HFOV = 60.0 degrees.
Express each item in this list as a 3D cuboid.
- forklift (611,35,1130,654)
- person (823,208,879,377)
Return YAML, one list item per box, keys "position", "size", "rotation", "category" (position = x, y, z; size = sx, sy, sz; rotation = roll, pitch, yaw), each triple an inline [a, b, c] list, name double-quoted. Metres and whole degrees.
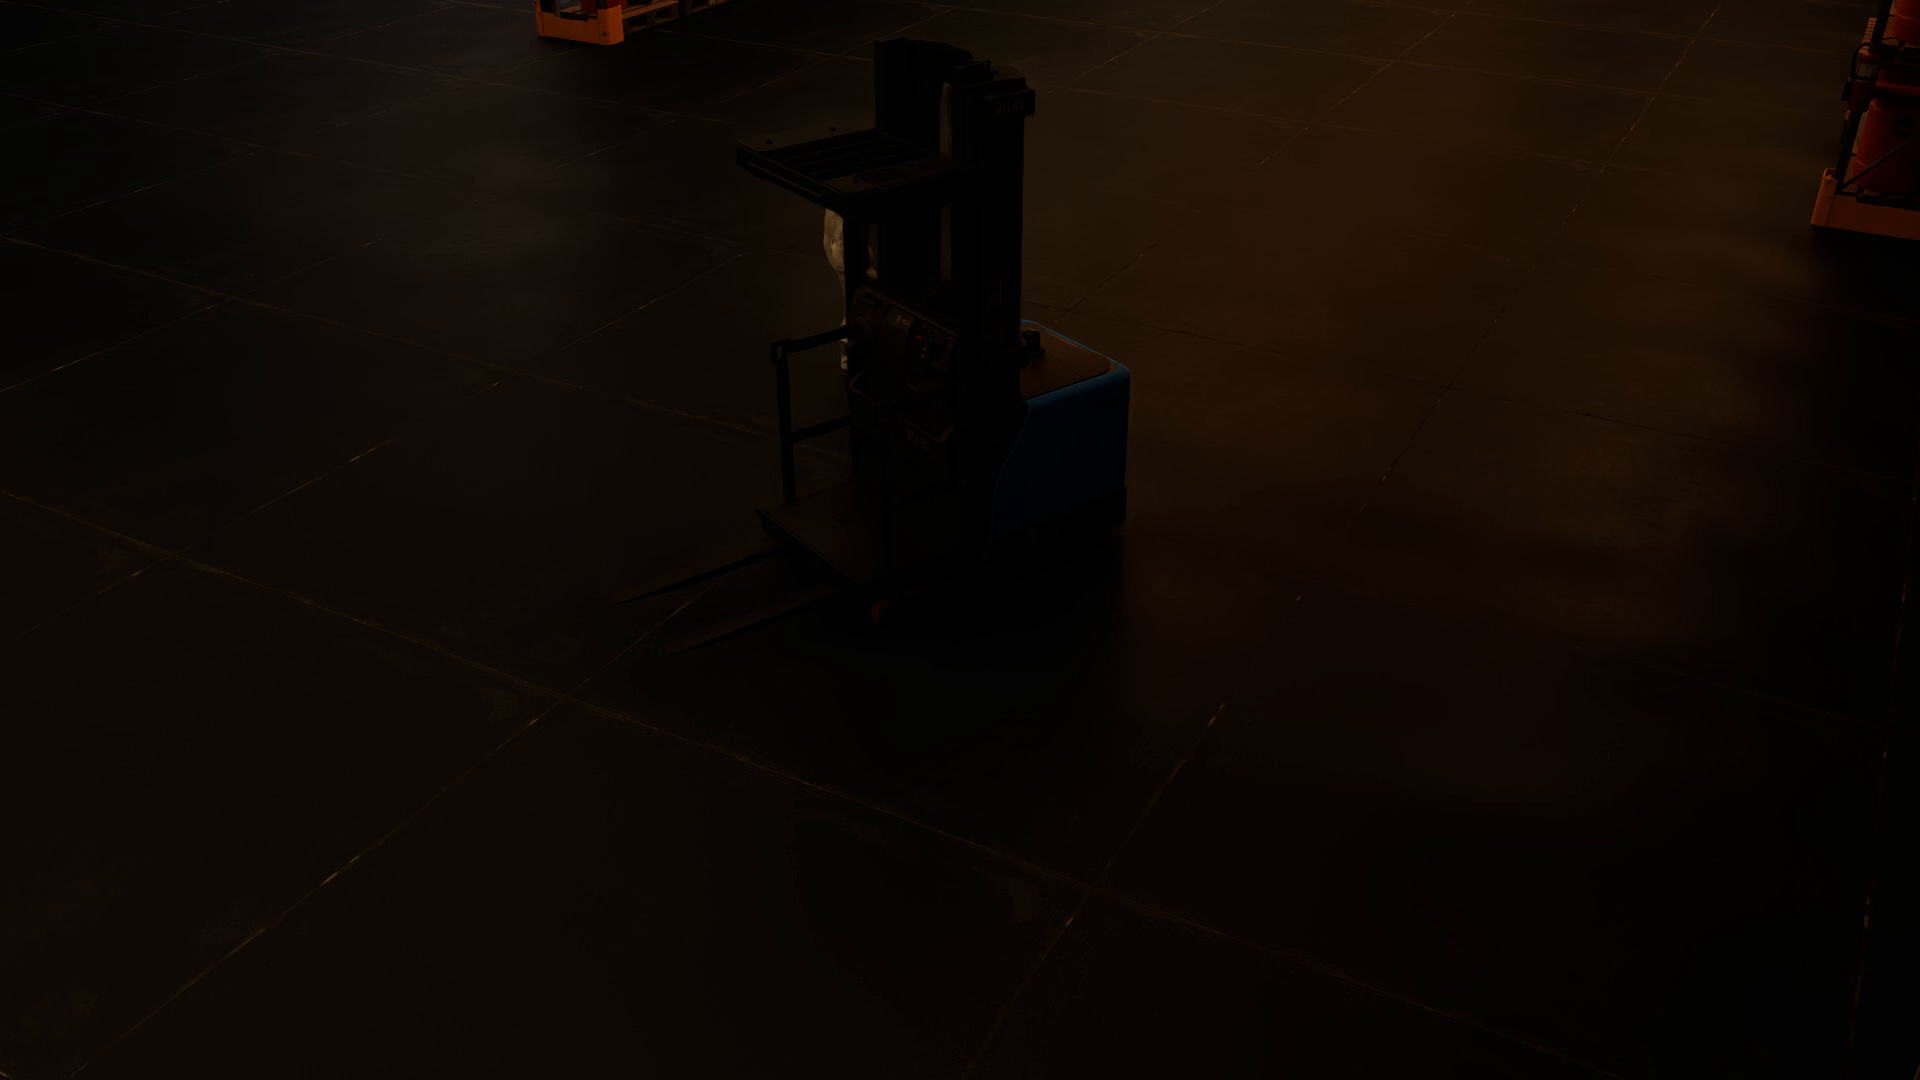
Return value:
- position: [-0.484, -1.080, 8.942]
  size: [3.031, 2.935, 1.130]
  rotation: [-21, 36, -31]
  category: "forklift"
- position: [-0.701, -1.937, 11.586]
  size: [0.454, 1.777, 0.612]
  rotation: [-10, 32, -17]
  category: "person"
